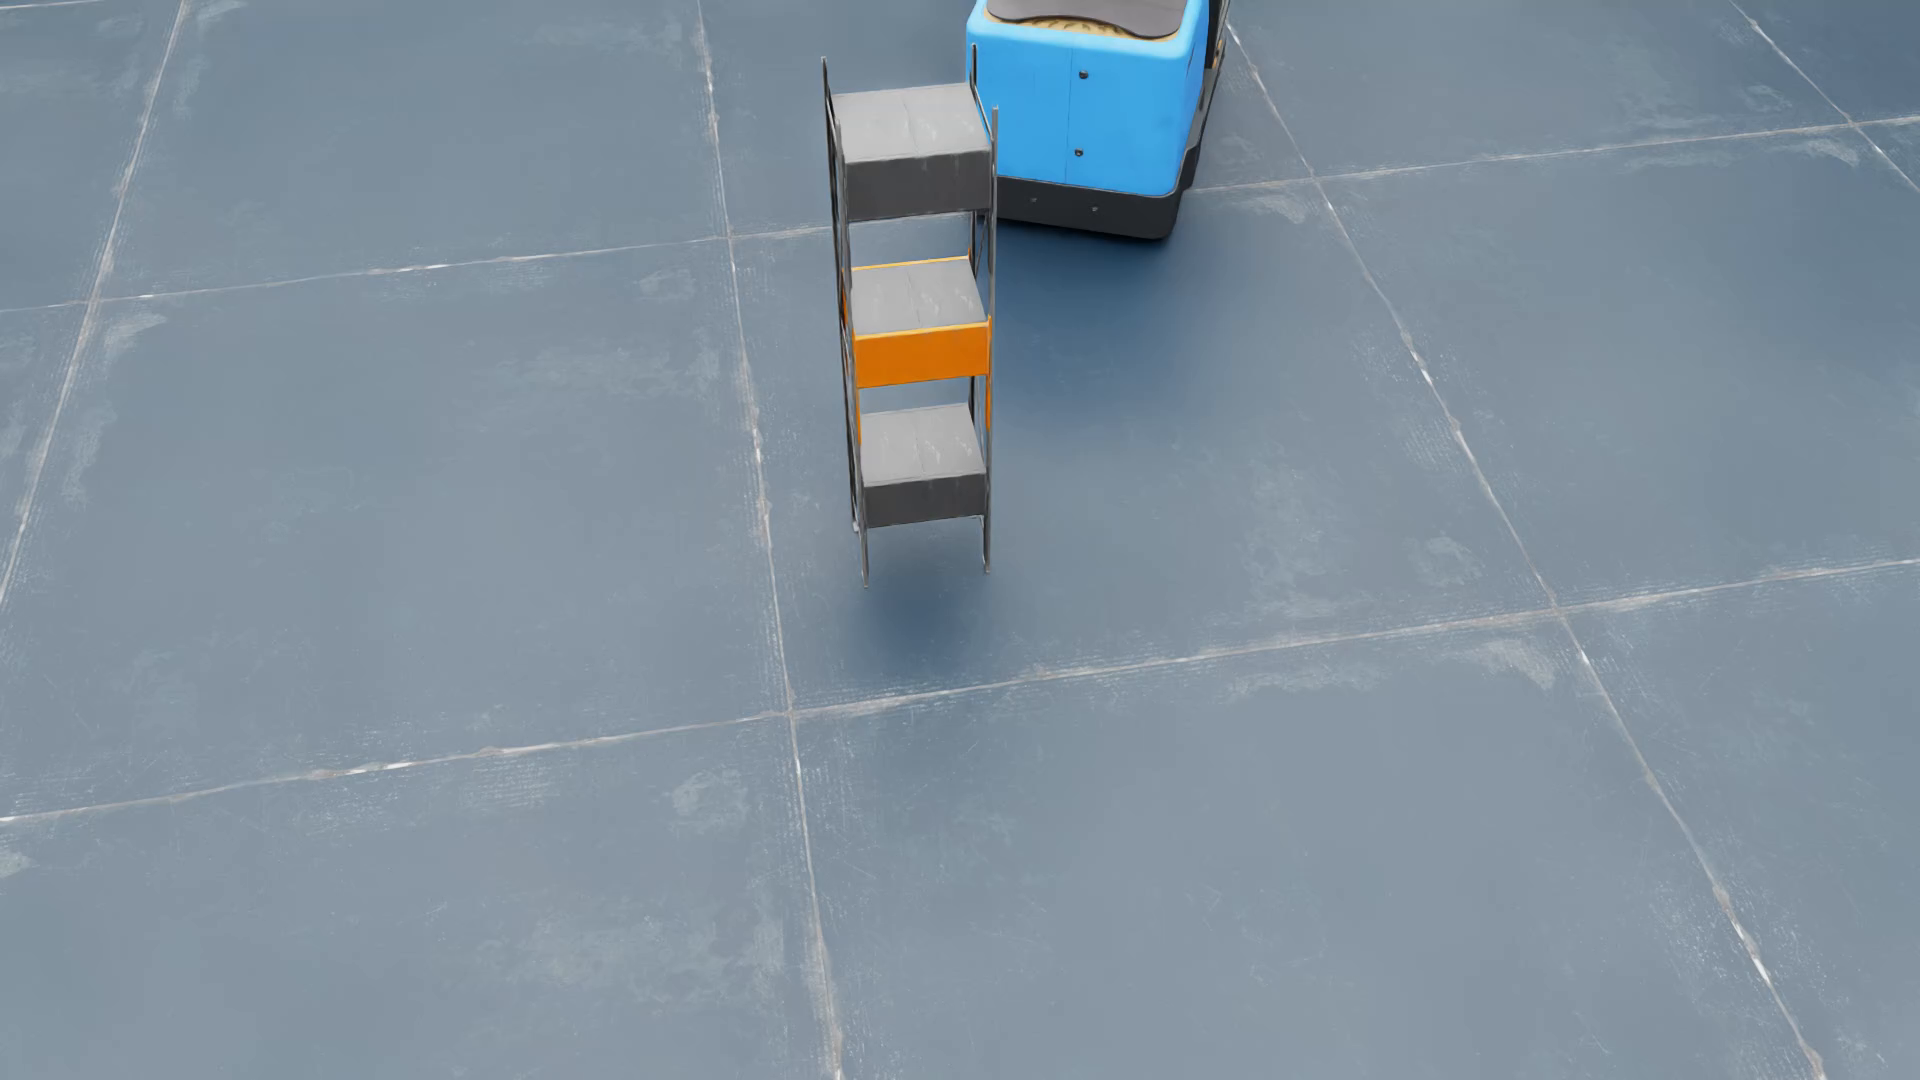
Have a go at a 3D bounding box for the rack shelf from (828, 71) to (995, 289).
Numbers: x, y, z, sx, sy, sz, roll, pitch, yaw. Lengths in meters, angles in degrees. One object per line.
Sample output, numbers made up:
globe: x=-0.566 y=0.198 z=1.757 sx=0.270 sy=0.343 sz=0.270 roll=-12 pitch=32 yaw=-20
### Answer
rack shelf: x=-0.163 y=-1.184 z=5.480 sx=0.480 sy=0.518 sz=0.431 roll=-7 pitch=46 yaw=-7

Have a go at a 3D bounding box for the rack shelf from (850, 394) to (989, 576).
rack shelf: x=-0.163 y=-0.213 z=6.488 sx=0.480 sy=0.518 sz=0.431 roll=-7 pitch=46 yaw=-7

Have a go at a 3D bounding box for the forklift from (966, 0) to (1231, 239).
forklift: x=0.860 y=-3.557 z=8.142 sx=1.130 sy=2.935 sz=3.031 roll=10 pitch=47 yaw=9

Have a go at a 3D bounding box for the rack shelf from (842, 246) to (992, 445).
rack shelf: x=-0.163 y=-0.699 z=5.984 sx=0.480 sy=0.518 sz=0.431 roll=-7 pitch=46 yaw=-7

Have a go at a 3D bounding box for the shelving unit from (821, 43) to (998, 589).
shelving unit: x=-0.163 y=-0.708 z=5.974 sx=0.503 sy=2.100 sz=0.431 roll=-7 pitch=46 yaw=-7

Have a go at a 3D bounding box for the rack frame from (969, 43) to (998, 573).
rack frame: x=0.077 y=-0.738 z=6.003 sx=0.015 sy=2.100 sz=0.400 roll=-7 pitch=46 yaw=-7

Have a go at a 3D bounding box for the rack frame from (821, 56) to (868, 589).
rack frame: x=-0.404 y=-0.678 z=5.945 sx=0.015 sy=2.100 sz=0.400 roll=-7 pitch=46 yaw=-7
